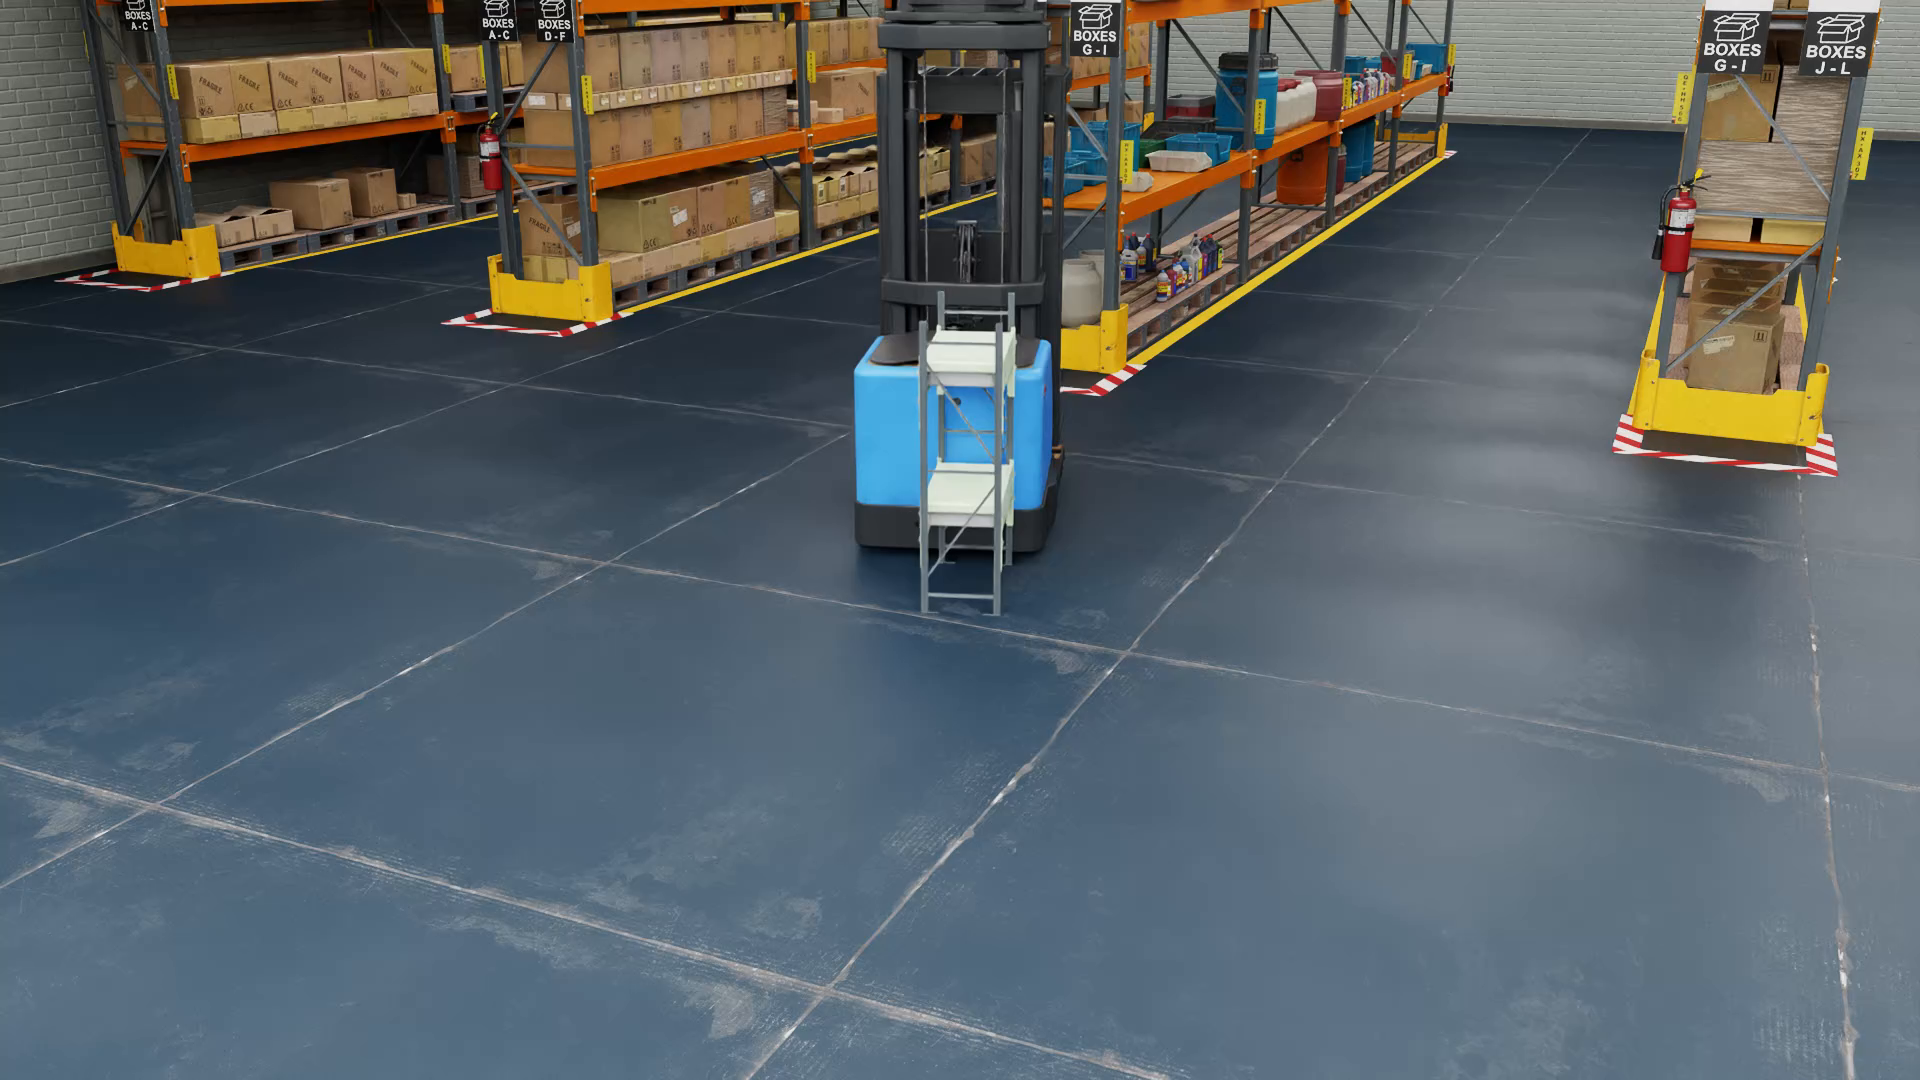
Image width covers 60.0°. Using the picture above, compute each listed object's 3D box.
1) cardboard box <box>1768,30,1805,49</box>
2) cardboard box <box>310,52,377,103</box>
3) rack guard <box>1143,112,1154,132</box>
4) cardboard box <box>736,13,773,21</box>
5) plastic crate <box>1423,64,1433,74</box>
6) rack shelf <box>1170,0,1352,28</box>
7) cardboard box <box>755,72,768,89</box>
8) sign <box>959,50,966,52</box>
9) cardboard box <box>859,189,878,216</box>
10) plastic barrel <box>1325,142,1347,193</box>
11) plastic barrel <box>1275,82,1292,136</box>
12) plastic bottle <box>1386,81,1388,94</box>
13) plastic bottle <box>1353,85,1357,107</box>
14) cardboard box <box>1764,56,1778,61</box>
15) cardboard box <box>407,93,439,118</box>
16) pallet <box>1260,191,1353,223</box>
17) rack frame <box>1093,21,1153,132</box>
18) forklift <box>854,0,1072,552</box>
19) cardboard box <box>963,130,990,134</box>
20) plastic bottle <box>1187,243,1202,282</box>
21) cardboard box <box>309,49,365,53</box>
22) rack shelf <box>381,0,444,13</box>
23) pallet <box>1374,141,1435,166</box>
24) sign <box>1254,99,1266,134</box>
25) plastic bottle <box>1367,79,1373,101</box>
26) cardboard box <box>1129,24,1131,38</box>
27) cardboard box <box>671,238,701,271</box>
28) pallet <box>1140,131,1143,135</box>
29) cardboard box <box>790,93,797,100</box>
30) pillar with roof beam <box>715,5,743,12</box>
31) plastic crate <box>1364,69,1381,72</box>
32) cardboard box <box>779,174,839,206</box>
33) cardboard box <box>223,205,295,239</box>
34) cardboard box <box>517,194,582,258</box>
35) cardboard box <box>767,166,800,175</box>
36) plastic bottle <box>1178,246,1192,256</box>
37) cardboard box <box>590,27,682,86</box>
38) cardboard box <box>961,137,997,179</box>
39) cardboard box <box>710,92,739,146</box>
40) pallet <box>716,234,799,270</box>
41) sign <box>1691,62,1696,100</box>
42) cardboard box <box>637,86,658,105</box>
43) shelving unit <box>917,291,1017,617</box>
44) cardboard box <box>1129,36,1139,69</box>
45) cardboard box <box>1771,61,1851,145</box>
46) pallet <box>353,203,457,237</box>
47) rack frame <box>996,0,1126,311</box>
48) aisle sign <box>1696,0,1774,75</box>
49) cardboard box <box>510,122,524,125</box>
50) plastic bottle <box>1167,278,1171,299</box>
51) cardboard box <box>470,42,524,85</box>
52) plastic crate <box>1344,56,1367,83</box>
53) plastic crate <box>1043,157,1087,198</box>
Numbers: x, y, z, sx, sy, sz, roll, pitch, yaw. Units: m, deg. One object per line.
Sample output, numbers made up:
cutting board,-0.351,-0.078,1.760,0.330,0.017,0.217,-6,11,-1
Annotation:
cardboard box,7.379,-4.075,14.929,1.000,1.000,1.000,9,21,23
cardboard box,-6.958,-5.209,18.715,0.500,0.500,0.500,8,21,21
rack guard,2.773,-7.199,28.964,1.175,0.500,0.348,9,21,23
cardboard box,-3.313,-8.228,26.385,0.500,0.250,0.500,9,22,24
plastic crate,7.153,-7.349,25.960,0.396,0.136,0.243,9,21,23
rack shelf,3.226,-5.736,17.719,1.077,0.370,4.000,9,21,23
cardboard box,-2.234,-4.816,17.416,0.380,0.149,0.250,8,21,21
sign,0.036,-6.424,21.329,0.100,0.325,0.005,9,21,23
cardboard box,-1.299,-4.038,19.823,0.500,0.250,0.500,8,21,21
plastic barrel,4.693,-4.832,21.552,0.600,0.588,0.708,9,21,23
plastic barrel,3.300,-4.601,17.727,0.433,0.535,0.433,0,20,0
plastic bottle,5.794,-6.198,22.718,0.097,0.201,0.097,0,20,0
plastic bottle,4.929,-5.585,20.889,0.097,0.271,0.097,0,20,0
cardboard box,5.487,-3.162,11.798,0.500,0.500,0.500,9,21,23
cardboard box,-6.548,-5.162,19.702,0.500,0.250,0.500,9,21,23
pallet,4.330,-4.206,20.981,1.003,0.211,1.213,9,21,23
rack frame,2.804,-8.400,28.611,1.000,3.000,0.127,9,21,23
forklift,0.092,-1.767,10.063,1.130,2.935,3.031,2,20,6
cardboard box,0.118,-5.621,23.872,0.500,0.500,0.500,8,21,21
plastic bottle,2.196,-2.616,15.645,0.144,0.351,0.185,8,21,22
cardboard box,-7.229,-5.429,19.334,0.500,0.500,0.500,8,21,22
rack shelf,-5.812,-7.096,21.541,1.077,0.370,4.000,9,21,23
pallet,6.948,-6.158,26.470,1.003,0.211,1.213,9,21,23
sign,2.905,-4.102,16.114,0.100,0.325,0.005,9,21,23
plastic bottle,5.311,-5.895,21.753,0.152,0.276,0.135,9,21,23
cardboard box,2.458,-8.430,27.056,0.500,0.500,0.500,9,22,24
cardboard box,-2.919,-2.850,16.484,0.500,0.250,0.500,9,21,23
pallet,2.447,-6.819,28.327,1.003,0.211,1.213,9,21,23
cardboard box,-2.648,-7.475,28.148,0.380,0.149,0.250,9,22,25
pillar with roof beam,0.070,-10.424,25.350,9.100,9.000,0.400,9,21,23
plastic crate,6.122,-6.974,24.905,0.293,0.136,0.466,9,21,23
cardboard box,-1.714,-3.990,18.852,0.500,0.311,0.500,9,21,23
cardboard box,-7.670,-3.501,18.193,0.500,0.311,0.500,11,22,27
cardboard box,-3.800,-2.969,15.698,0.500,0.500,0.500,9,21,23
cardboard box,-1.998,-4.221,19.501,0.500,0.311,0.500,9,22,24
plastic bottle,2.183,-2.692,15.970,0.152,0.276,0.135,9,21,23
cardboard box,-3.107,-4.640,15.953,0.700,0.500,0.500,9,21,23
cardboard box,0.184,-5.244,22.813,0.500,0.500,0.500,8,21,21
cardboard box,-2.705,-4.327,17.010,0.700,0.500,0.500,9,21,24
pallet,-2.474,-3.180,18.096,1.003,0.211,1.213,9,21,23
sign,6.418,-3.991,14.488,0.100,0.325,0.005,9,21,23
cardboard box,-3.076,-4.186,15.644,0.380,0.149,0.250,8,21,22
shelving unit,0.044,-0.450,8.496,0.431,1.500,0.755,2,20,6
cardboard box,2.660,-8.113,27.657,0.500,0.500,0.500,9,21,23
cardboard box,5.762,-2.937,11.166,0.500,0.500,0.500,9,21,23
pallet,-6.874,-3.886,20.080,1.003,0.211,1.213,9,21,23
rack frame,0.769,-2.828,12.943,1.000,3.000,0.127,9,21,23
aisle sign,4.989,-3.395,10.659,0.394,0.787,0.004,9,21,23
cardboard box,-5.737,-5.465,22.313,0.500,0.250,0.500,8,21,22
plastic bottle,1.839,-2.260,14.866,0.097,0.201,0.097,0,20,0
cardboard box,-5.915,-6.191,21.594,0.700,0.500,0.500,12,23,30
plastic crate,5.563,-6.706,23.784,0.392,0.384,0.575,9,21,23
plastic crate,0.701,-2.952,13.514,0.499,0.251,0.616,9,21,23
